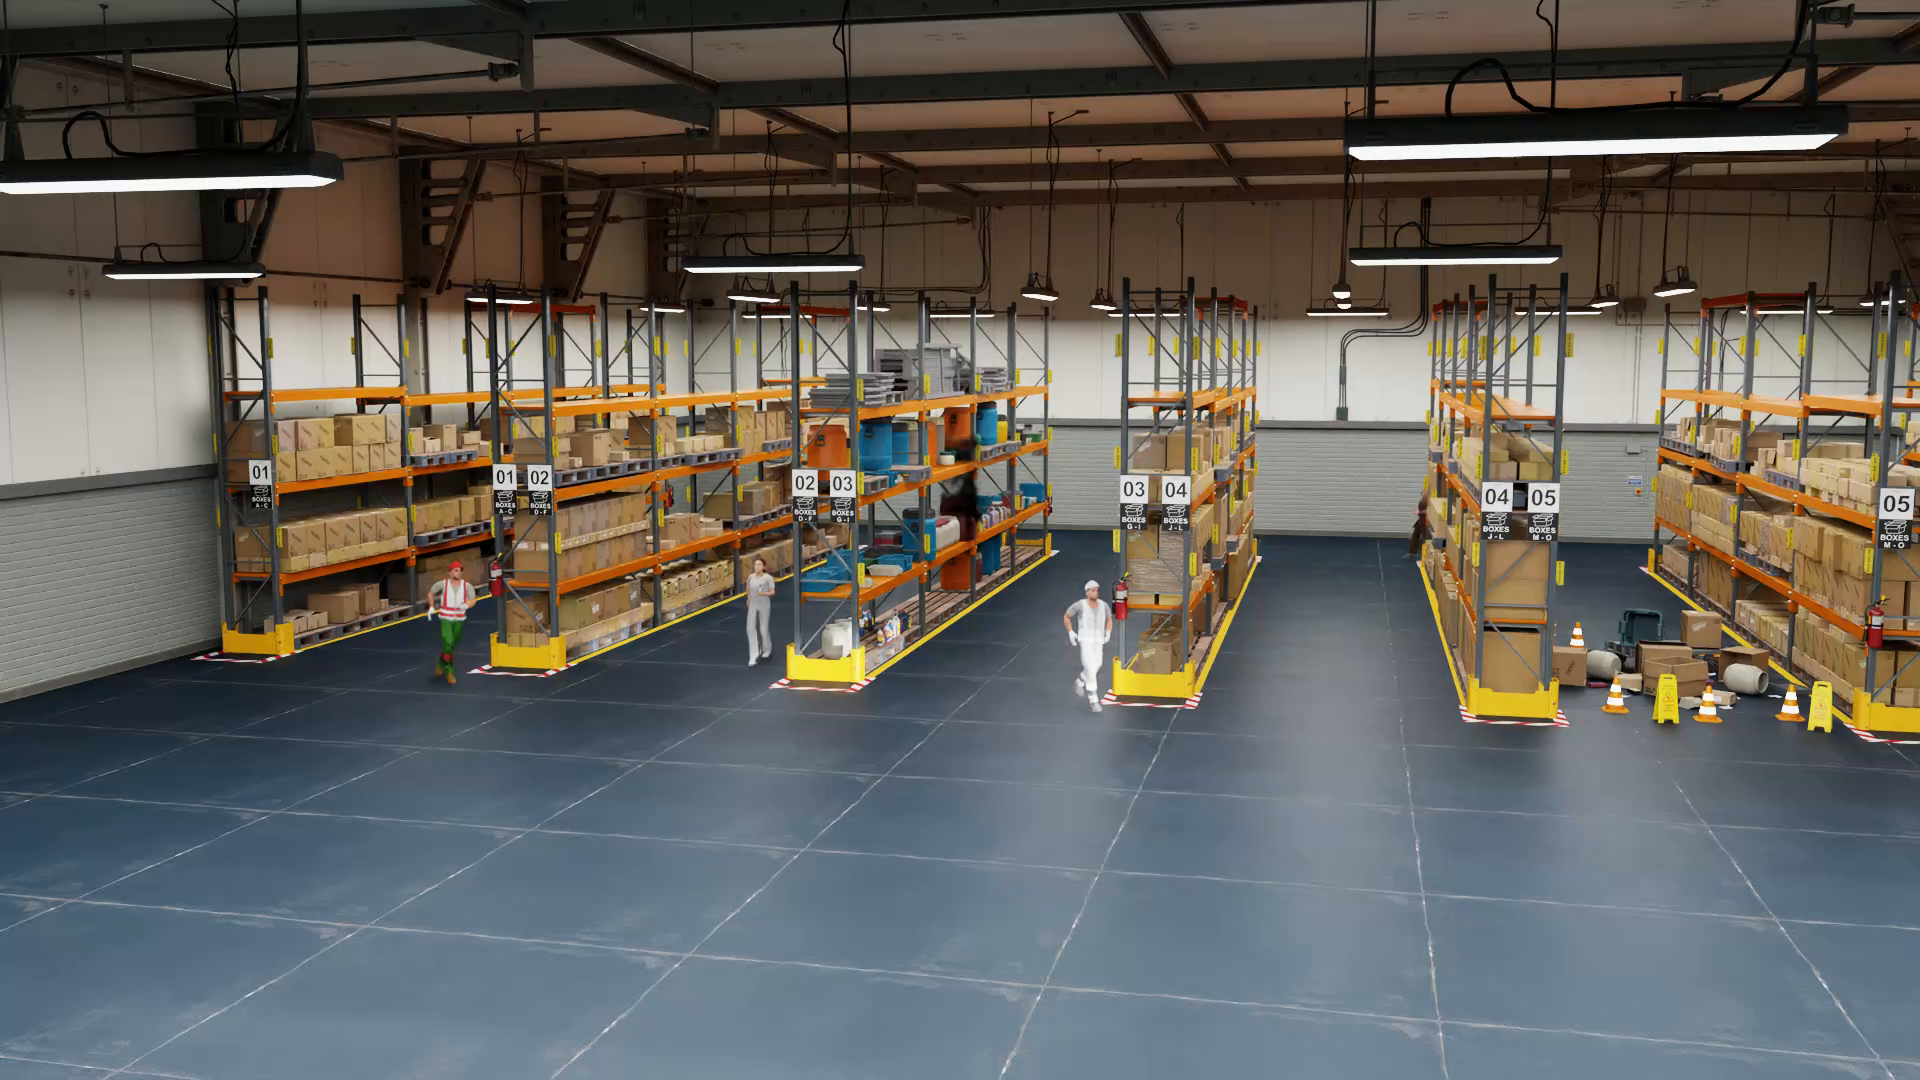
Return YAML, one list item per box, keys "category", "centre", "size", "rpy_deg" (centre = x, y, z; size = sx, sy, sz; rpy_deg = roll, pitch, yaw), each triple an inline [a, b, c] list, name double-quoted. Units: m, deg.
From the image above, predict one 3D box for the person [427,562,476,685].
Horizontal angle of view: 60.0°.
- category: "person"
  centre: [-7.653, 1.224, 25.153]
  size: [0.694, 1.769, 0.901]
  rpy_deg: [-4, 8, -33]

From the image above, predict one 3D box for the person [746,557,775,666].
- category: "person"
  centre: [-3.200, 1.131, 26.580]
  size: [0.545, 1.729, 0.723]
  rpy_deg: [1, 7, 11]

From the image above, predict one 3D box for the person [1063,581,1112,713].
- category: "person"
  centre: [1.822, 1.452, 23.331]
  size: [0.680, 1.794, 0.934]
  rpy_deg: [-3, 7, -23]

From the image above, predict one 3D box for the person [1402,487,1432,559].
- category: "person"
  centre: [11.028, -0.391, 39.323]
  size: [1.008, 1.764, 0.740]
  rpy_deg: [1, 7, 5]
